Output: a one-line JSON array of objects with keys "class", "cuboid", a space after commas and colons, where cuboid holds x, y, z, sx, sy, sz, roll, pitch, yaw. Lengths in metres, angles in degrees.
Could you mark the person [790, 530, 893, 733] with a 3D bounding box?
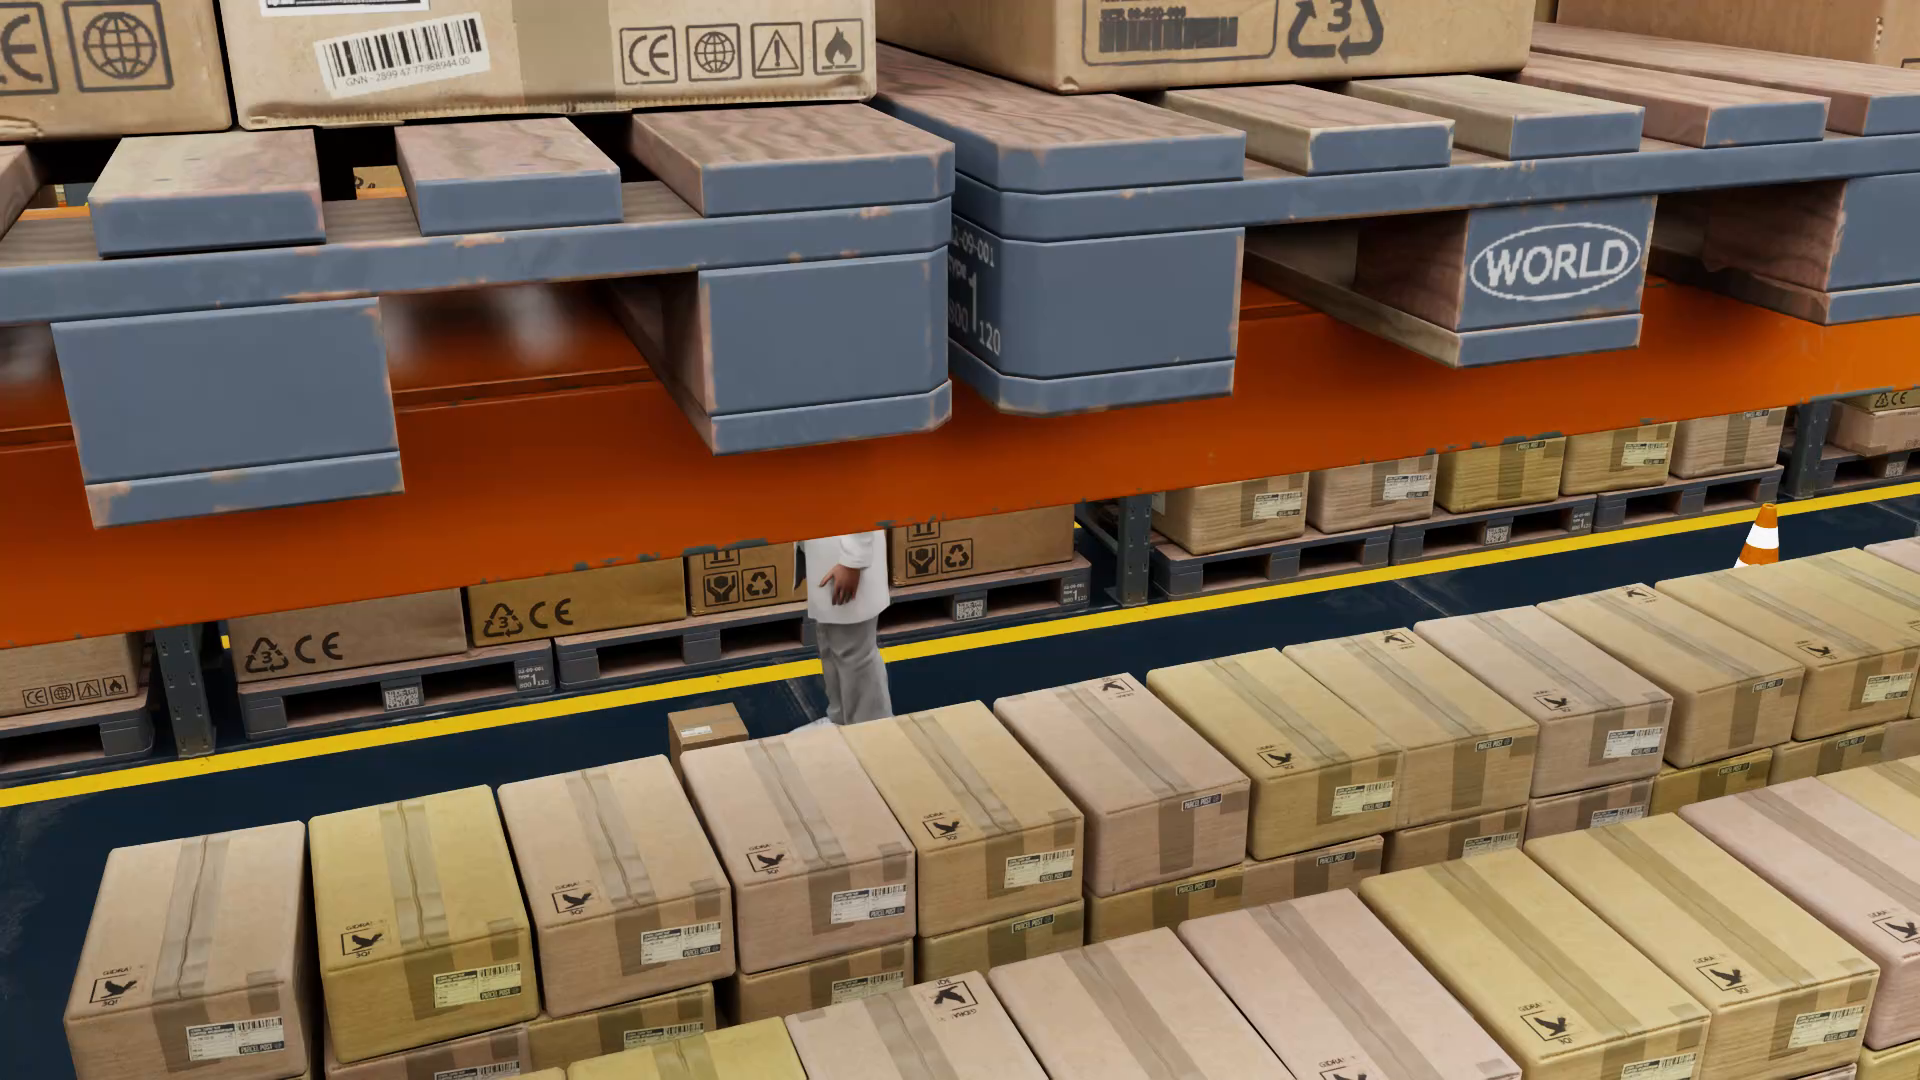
[{"class": "person", "cuboid": [-0.438, 0.022, 6.060, 0.377, 1.781, 0.561, -7, 23, -17]}]
